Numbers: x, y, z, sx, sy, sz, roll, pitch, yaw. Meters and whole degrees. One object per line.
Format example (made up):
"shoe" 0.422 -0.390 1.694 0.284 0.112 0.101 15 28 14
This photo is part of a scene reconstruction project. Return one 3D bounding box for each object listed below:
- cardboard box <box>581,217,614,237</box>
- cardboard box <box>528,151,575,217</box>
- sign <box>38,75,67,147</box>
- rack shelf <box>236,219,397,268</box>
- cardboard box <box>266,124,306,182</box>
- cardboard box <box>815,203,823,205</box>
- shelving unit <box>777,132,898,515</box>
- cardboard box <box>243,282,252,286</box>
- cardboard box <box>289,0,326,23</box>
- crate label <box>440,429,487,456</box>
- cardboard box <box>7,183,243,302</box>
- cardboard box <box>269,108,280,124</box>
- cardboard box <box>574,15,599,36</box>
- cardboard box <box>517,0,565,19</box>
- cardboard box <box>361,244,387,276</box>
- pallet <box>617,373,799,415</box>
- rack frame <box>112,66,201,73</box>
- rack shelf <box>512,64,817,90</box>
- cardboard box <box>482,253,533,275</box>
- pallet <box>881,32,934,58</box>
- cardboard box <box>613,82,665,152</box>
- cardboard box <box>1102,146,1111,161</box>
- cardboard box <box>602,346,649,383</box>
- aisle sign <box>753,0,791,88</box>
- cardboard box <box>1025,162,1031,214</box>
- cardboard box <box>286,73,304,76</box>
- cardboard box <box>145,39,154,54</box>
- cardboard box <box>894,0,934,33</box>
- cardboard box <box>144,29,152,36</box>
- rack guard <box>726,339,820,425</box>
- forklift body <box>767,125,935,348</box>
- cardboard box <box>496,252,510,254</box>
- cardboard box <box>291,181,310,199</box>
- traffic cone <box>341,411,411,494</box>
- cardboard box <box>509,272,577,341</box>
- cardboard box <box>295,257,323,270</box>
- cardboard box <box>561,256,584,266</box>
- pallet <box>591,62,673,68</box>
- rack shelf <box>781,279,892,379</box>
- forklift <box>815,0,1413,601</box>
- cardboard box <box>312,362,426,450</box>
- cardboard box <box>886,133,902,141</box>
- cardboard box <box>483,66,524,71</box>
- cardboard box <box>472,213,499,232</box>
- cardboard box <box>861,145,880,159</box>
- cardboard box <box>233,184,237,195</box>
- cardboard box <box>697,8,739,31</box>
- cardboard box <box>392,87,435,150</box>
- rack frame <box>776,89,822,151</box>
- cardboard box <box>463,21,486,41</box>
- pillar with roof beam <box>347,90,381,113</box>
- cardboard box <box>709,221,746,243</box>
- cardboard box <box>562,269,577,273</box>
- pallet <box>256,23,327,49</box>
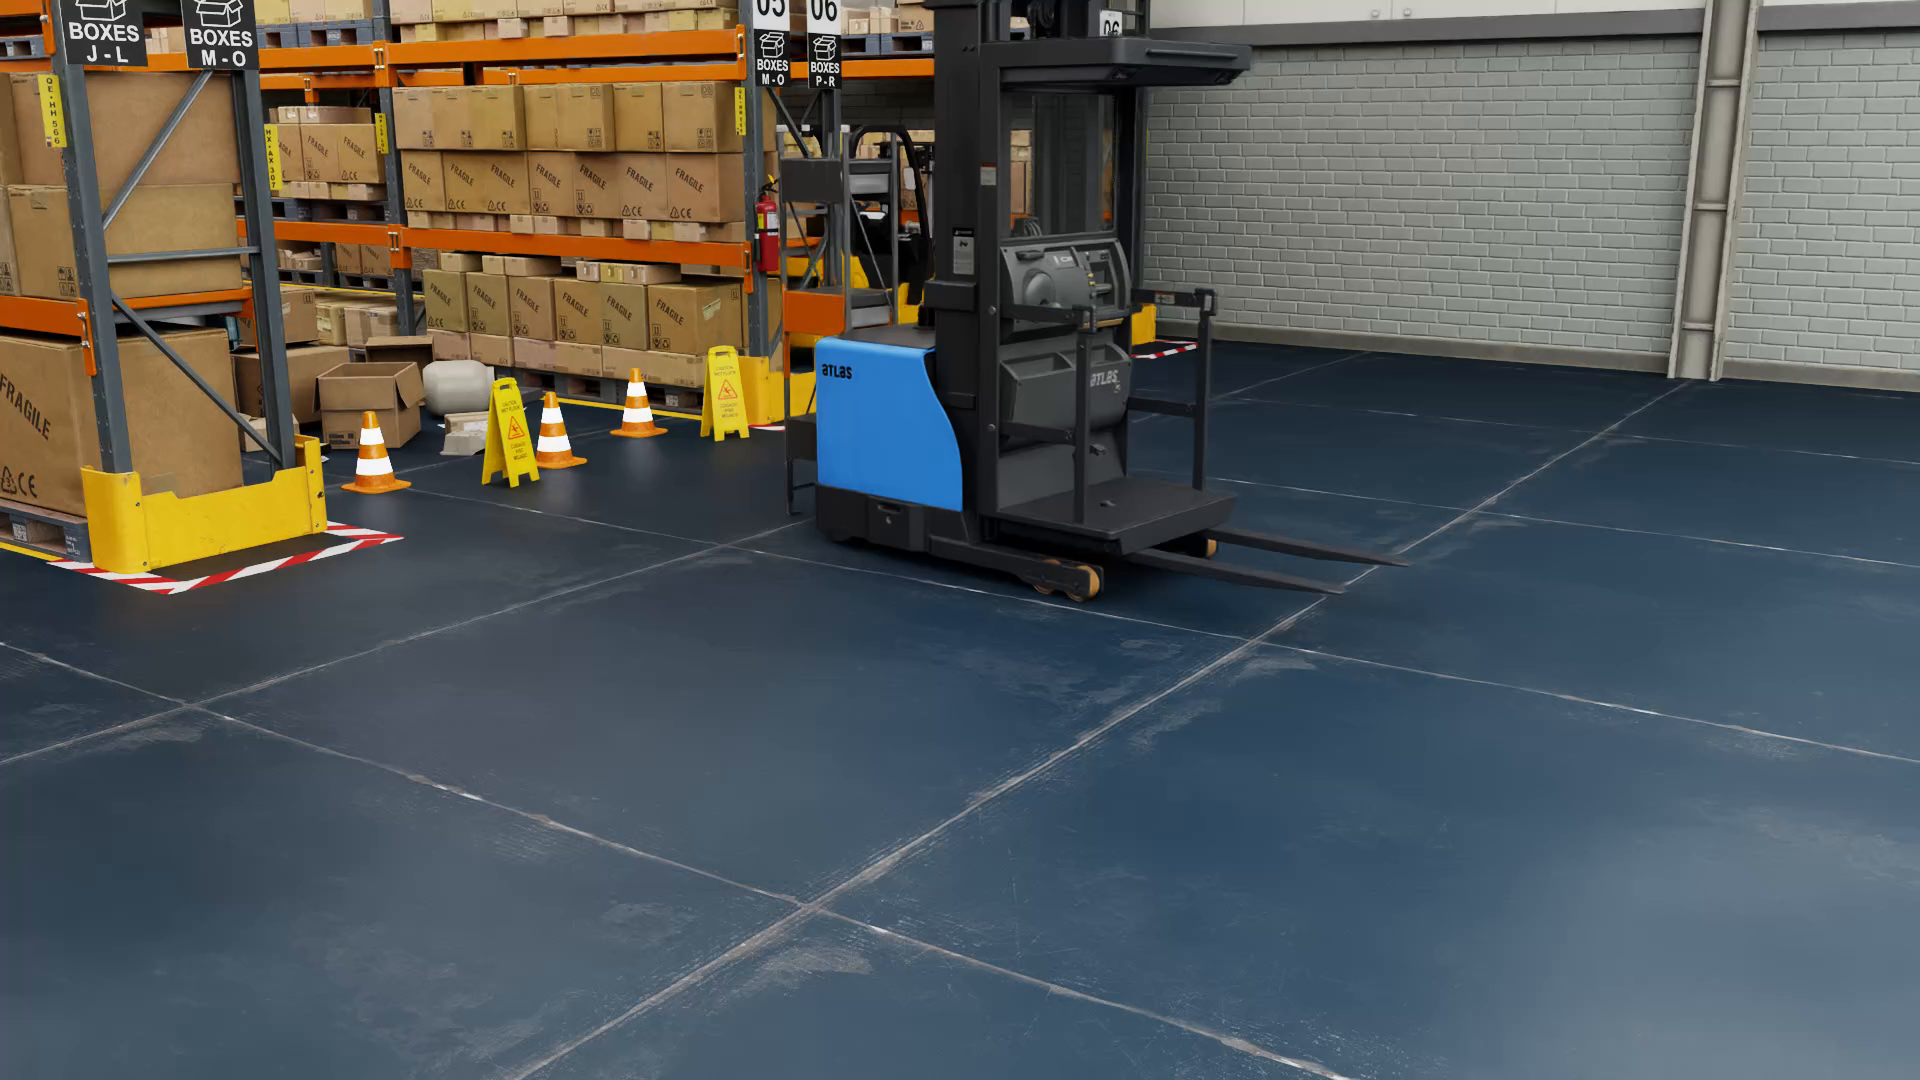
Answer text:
"cardboard box" -2.756 -2.468 13.072 0.250 0.149 0.380 9 17 32
"cardboard box" -3.066 -2.843 13.238 0.500 0.500 0.500 9 17 33
"sign" -4.219 -1.995 7.736 0.005 0.325 0.100 9 17 33
"rack shelf" -6.204 -2.880 15.712 4.000 0.370 1.077 9 17 33
"cardboard box" -5.893 -3.510 15.061 0.500 0.500 0.500 10 17 35
"cardboard box" -1.555 -3.888 18.079 0.500 0.500 0.500 9 16 31
"shelving unit" -0.658 -1.158 9.133 0.503 2.100 0.431 12 18 40
"cardboard box" -7.401 -2.348 16.660 0.625 0.372 0.950 8 16 29
"cardboard box" -5.527 -4.666 14.627 0.500 0.250 0.500 9 17 33
"crate label" -3.327 -0.661 11.210 0.298 0.136 0.250 1 14 4
"cardboard box" -4.238 -1.537 8.479 0.550 0.550 0.875 9 17 33
"cardboard box" -6.349 -4.046 15.873 0.250 0.149 0.380 8 16 30
"cardboard box" -2.725 -3.928 12.729 0.250 0.149 0.380 9 16 31
"cardboard box" -3.071 -4.171 12.879 0.500 0.250 0.500 9 17 33
"cardboard box" -7.693 -3.835 22.402 0.500 0.500 0.500 9 16 32
"pallet" -1.943 -1.197 13.219 1.213 0.211 1.003 9 17 33
"rack frame" -7.864 -3.497 16.709 0.127 3.000 1.000 9 17 33
"rack shelf" -3.437 -5.326 19.351 4.000 0.370 1.077 9 17 33
"cardboard box" -3.708 -2.279 13.723 0.250 0.149 0.380 10 17 35
"pallet" -0.047 -5.091 17.089 1.213 0.211 1.003 9 17 33
"cardboard box" -2.187 -3.197 12.588 0.500 0.500 0.700 9 17 33
"cardboard box" 1.405 -3.875 16.677 0.250 0.149 0.380 9 16 31
"cardboard box" -2.472 -1.419 13.163 0.500 0.250 0.500 9 17 33
"aisle sign" -1.336 -3.620 11.795 0.004 0.787 0.394 9 17 33
"cardboard box" 0.986 -3.477 16.418 0.500 0.500 0.500 9 16 32
"cardboard box" -8.879 -6.347 22.502 0.250 0.149 0.380 9 17 32
"cardboard box" -7.697 -4.755 16.071 0.250 0.149 0.380 9 17 33
"cardboard box" -0.220 -5.427 16.966 0.637 0.503 0.797 10 17 35
"cardboard box" -8.261 -5.228 16.368 0.637 0.503 0.797 8 16 29
"rack guard" -1.289 -1.221 12.716 0.348 0.500 1.175 9 17 33
"forklift body" -1.050 -2.893 16.035 1.214 2.155 2.313 9 17 33
"cardboard box" -5.568 -3.492 21.015 0.500 0.500 0.500 10 17 34
"cardboard box" -5.782 -3.156 14.981 0.250 0.149 0.380 9 17 33
"traffic cone" -3.553 -0.547 10.069 0.334 0.463 0.336 9 17 33
"cardboard box" -3.326 -1.922 13.632 0.500 0.500 0.500 10 17 36
"cardboard box" -9.042 -3.860 23.233 0.250 0.149 0.380 9 16 31
"cardboard box" -4.587 -3.452 20.595 0.625 0.625 0.875 10 17 35
"pallet" -3.554 -5.629 19.472 1.213 0.211 1.003 10 17 35
"rack shelf" -0.658 -1.145 9.137 0.480 0.518 0.431 12 18 39
"forklift" 0.678 -1.281 7.900 3.031 2.935 1.130 12 18 39
"cardboard box" -4.096 -0.943 11.587 0.637 0.503 0.797 -1 14 -6
"cardboard box" -0.566 -4.200 17.370 0.250 0.149 0.380 9 17 33
"cardboard box" -5.658 -5.891 20.449 0.500 0.250 0.500 9 16 31
"cardboard box" -3.801 -2.640 13.766 0.250 0.149 0.380 10 17 35
"cardboard box" -0.832 -4.072 17.473 0.250 0.149 0.380 9 17 32
"cardboard box" -6.821 -3.350 15.764 0.250 0.149 0.380 10 17 36
"cardboard box" -1.678 -3.751 12.012 0.250 0.149 0.380 9 17 33
"cardboard box" -4.301 -3.537 13.961 0.500 0.500 0.700 9 17 32
"rack frame" -1.778 -3.951 18.542 0.127 3.000 1.000 9 17 33
"cardboard box" -3.784 -4.105 13.445 0.250 0.149 0.380 10 17 34
"pillar with roof beam" -10.893 -7.351 19.791 0.400 9.000 9.100 9 17 33
"cardboard box" -1.655 -2.310 12.435 0.250 0.149 0.380 10 17 35
"cardboard box" -3.057 -2.032 14.077 0.500 0.500 0.500 10 17 36
"pallet" -5.860 -4.568 15.183 1.003 0.211 1.213 9 17 33
